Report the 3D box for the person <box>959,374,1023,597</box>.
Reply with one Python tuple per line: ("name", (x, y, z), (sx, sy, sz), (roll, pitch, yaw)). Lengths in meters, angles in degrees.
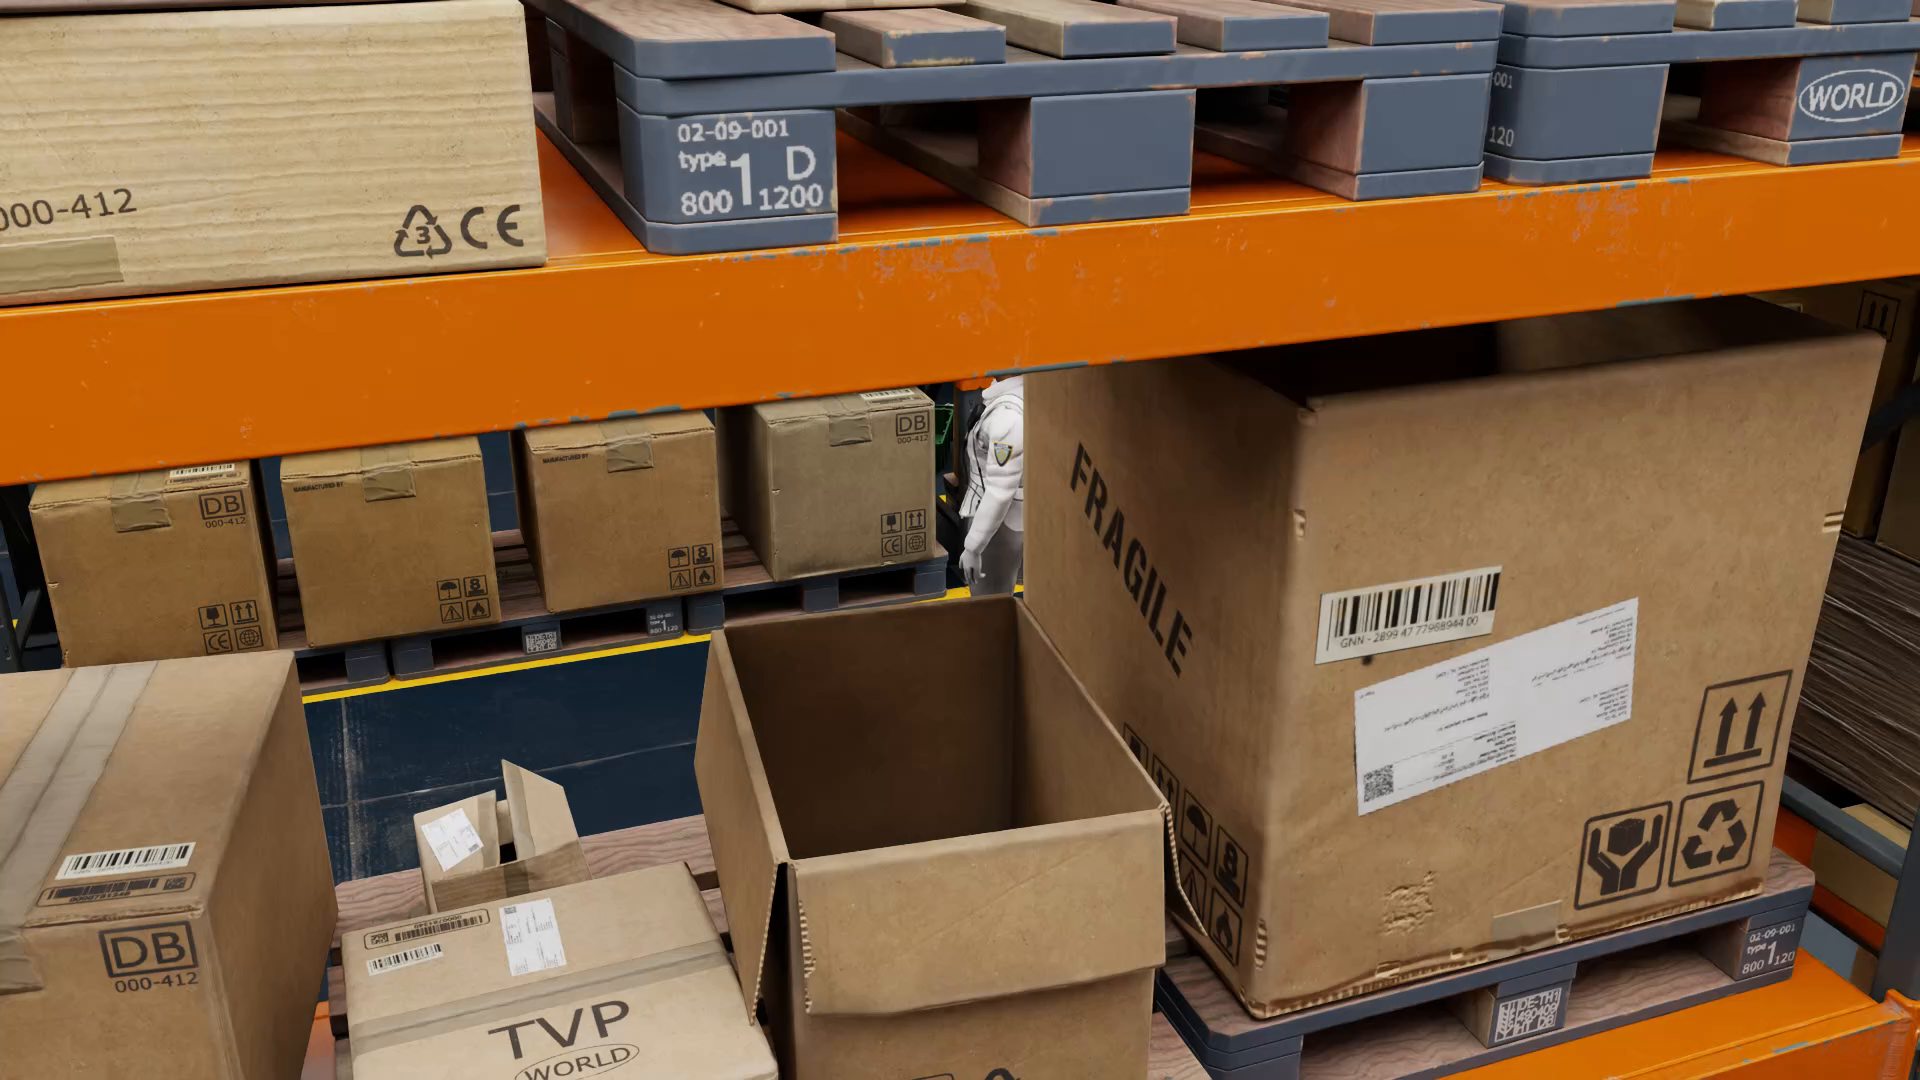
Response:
("person", (0.079, -0.065, 6.183), (0.530, 1.694, 0.587), (5, 23, 11))
